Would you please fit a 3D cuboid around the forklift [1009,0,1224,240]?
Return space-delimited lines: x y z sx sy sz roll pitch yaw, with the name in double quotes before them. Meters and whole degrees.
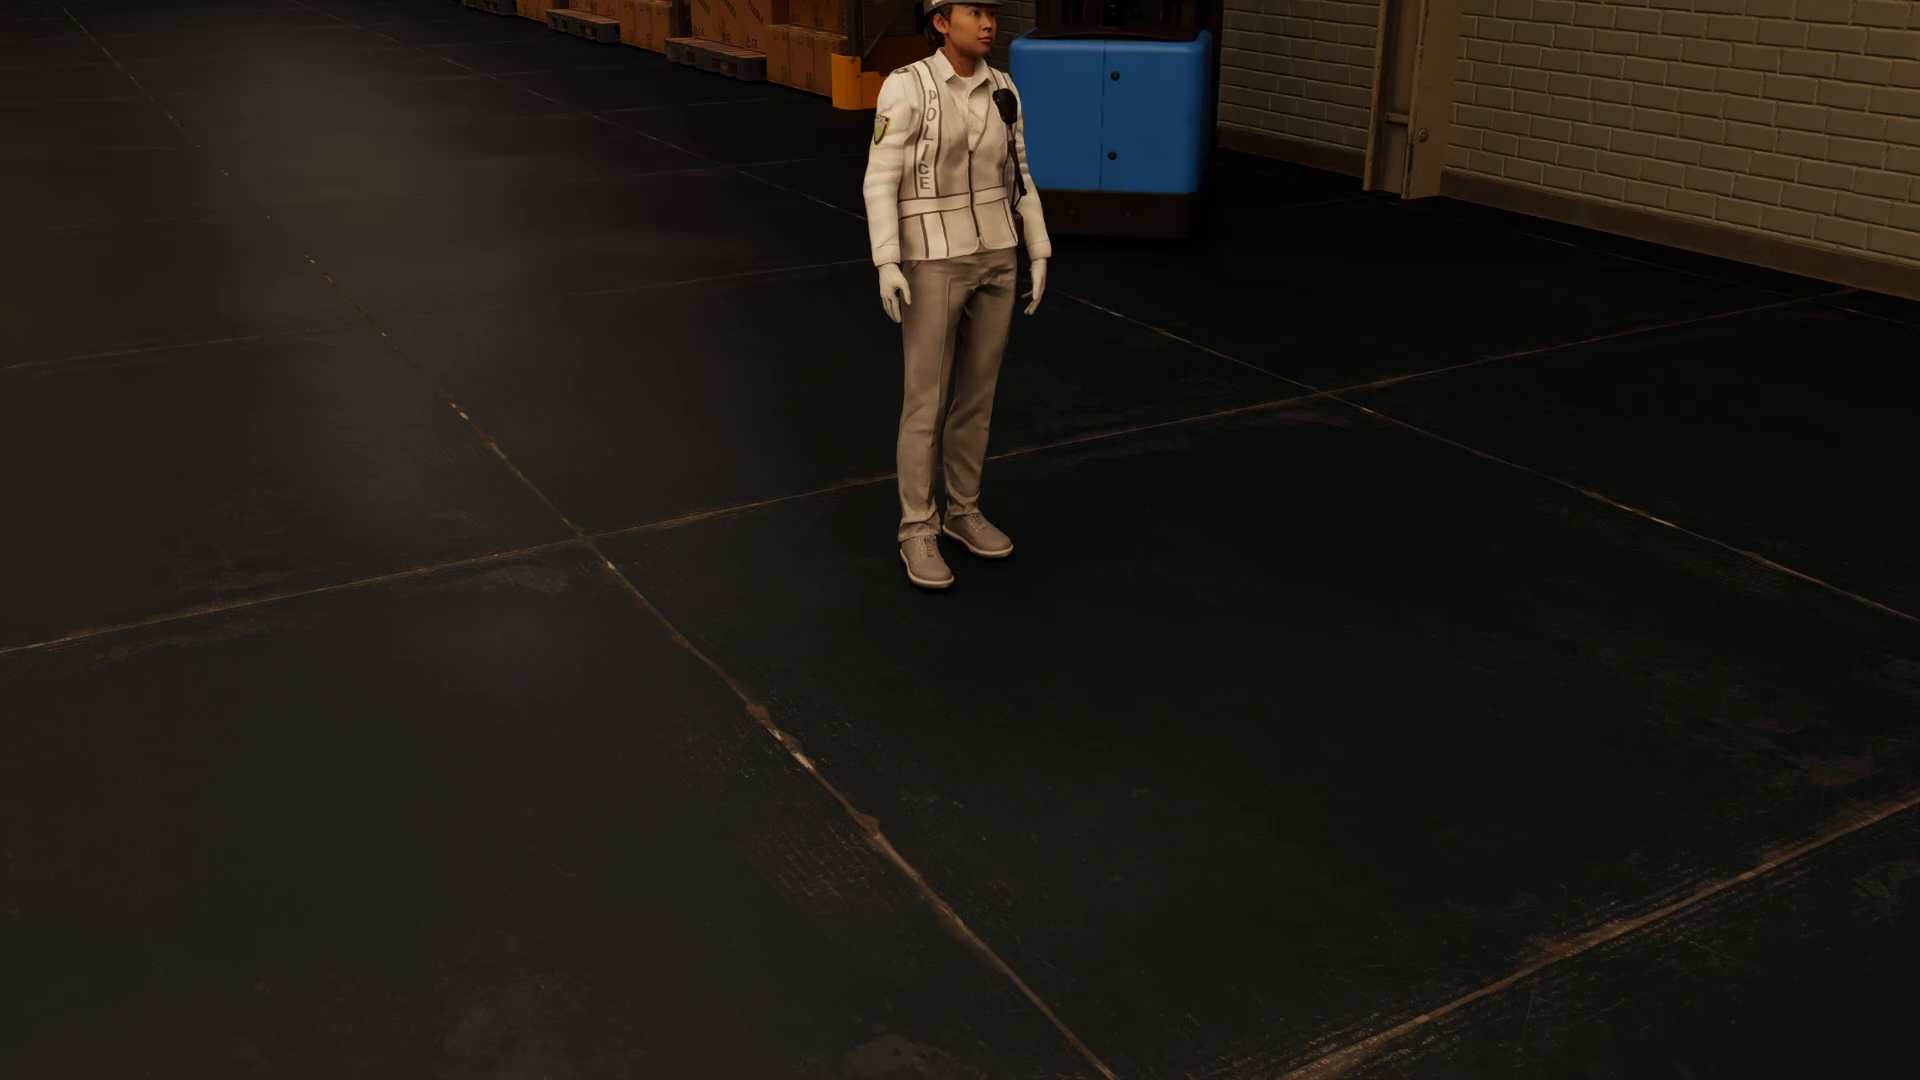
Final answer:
"forklift" 1.029 -3.483 9.762 1.130 2.935 3.031 4 23 10

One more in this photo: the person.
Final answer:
"person" 0.029 -0.767 4.752 0.588 1.695 0.531 -12 25 -28
